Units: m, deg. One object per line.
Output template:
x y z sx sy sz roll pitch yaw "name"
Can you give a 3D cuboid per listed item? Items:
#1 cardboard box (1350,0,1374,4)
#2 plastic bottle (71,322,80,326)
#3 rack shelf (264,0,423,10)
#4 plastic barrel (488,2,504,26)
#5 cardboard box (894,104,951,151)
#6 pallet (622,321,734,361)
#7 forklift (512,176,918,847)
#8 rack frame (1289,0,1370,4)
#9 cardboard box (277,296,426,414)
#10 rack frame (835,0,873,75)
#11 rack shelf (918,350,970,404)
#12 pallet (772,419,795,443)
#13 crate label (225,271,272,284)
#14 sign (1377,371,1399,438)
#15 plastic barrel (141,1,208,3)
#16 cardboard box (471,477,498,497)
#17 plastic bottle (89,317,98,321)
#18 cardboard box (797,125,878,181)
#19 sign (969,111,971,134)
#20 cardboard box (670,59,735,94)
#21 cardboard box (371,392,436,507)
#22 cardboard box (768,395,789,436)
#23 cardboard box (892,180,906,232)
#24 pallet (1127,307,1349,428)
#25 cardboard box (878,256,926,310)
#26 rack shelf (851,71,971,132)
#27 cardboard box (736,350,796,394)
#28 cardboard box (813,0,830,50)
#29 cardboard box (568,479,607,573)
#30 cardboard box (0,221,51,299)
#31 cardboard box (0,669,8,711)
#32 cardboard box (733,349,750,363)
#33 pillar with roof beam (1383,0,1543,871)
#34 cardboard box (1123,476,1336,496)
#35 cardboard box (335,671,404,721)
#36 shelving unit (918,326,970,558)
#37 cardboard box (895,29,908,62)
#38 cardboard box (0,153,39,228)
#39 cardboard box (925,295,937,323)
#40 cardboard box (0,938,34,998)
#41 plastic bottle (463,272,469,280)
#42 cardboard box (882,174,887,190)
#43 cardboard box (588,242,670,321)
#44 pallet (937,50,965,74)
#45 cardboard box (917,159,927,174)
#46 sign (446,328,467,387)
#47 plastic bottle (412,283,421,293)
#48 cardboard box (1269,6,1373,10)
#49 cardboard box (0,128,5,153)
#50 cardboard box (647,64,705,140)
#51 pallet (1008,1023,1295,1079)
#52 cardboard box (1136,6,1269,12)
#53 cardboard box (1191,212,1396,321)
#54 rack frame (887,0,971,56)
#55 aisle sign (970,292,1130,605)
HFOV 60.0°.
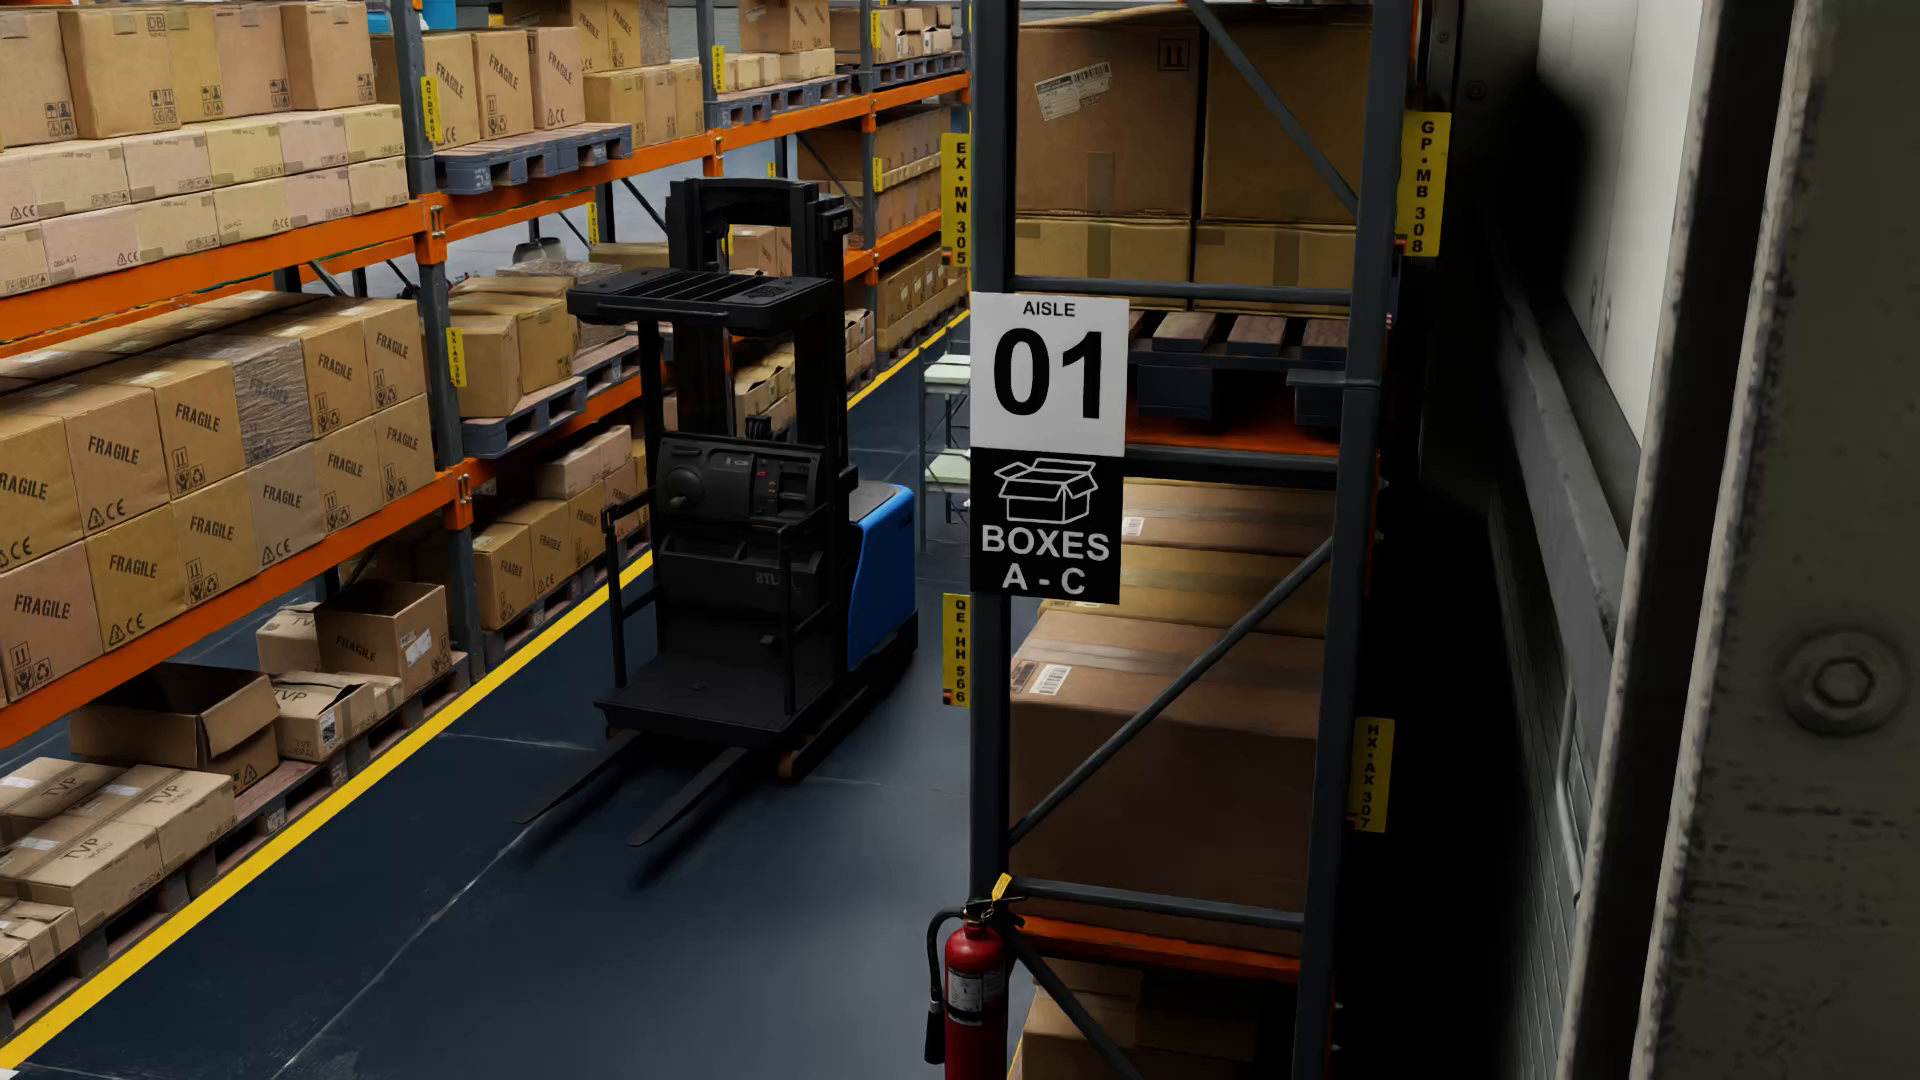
3.854 -4.833 15.323 0.500 0.500 0.500 5 20 15 "cardboard box"
-7.009 -1.831 13.105 0.097 0.271 0.097 0 19 0 "plastic bottle"
-2.813 -3.571 10.452 1.077 0.370 4.000 5 19 13 "rack shelf"
-5.327 -6.128 19.907 0.600 0.588 0.600 0 19 0 "plastic barrel"
-0.509 -4.895 19.718 0.700 0.500 0.500 5 19 14 "cardboard box"
-2.422 -1.580 12.469 1.213 0.211 1.003 5 19 13 "pallet"
-1.239 -0.297 8.523 1.130 2.935 3.031 7 20 19 "forklift"
3.458 -5.591 14.635 1.000 3.000 0.127 5 19 13 "rack frame"
-3.174 -0.976 8.704 0.500 0.500 0.500 5 19 14 "cardboard box"
-1.347 -5.981 15.777 1.000 3.000 0.127 5 19 13 "rack frame"
0.002 -1.081 11.825 0.431 0.370 0.720 5 19 13 "rack shelf"
-2.085 -0.824 14.273 1.003 0.211 1.213 5 19 13 "pallet"
-6.622 -2.588 15.068 0.502 0.435 0.616 5 19 13 "crate label"
2.041 -0.649 7.984 0.100 0.325 0.005 5 19 13 "sign"
-6.715 -4.178 14.363 0.600 0.901 0.600 0 19 0 "plastic barrel"
-3.207 -0.149 11.169 0.500 0.500 0.500 5 19 14 "cardboard box"
-6.962 -1.892 13.284 0.097 0.271 0.097 0 19 0 "plastic bottle"
-1.245 -3.943 16.930 0.700 0.500 0.500 5 19 14 "cardboard box"
0.153 -5.009 20.054 0.100 0.325 0.005 5 19 13 "sign"
-2.157 -3.748 13.462 0.500 0.250 0.500 5 20 15 "cardboard box"
-3.175 -0.505 8.871 0.500 0.500 0.500 5 19 14 "cardboard box"
-1.790 -1.085 14.327 0.500 0.250 0.500 4 19 12 "cardboard box"
-0.996 -3.652 18.084 0.700 0.500 0.500 5 19 14 "cardboard box"
0.697 -0.602 4.806 1.003 0.211 1.213 5 19 13 "pallet"
-0.686 -2.829 18.273 0.500 0.500 0.500 5 19 13 "cardboard box"
-0.858 -4.848 18.214 1.077 0.370 4.000 5 19 13 "rack shelf"
-1.664 -1.517 14.726 0.500 0.311 0.500 4 19 12 "cardboard box"
-1.536 -4.854 15.540 0.500 0.500 0.500 5 19 14 "cardboard box"
-2.698 -0.117 11.075 0.500 0.500 0.500 5 19 14 "cardboard box"
-3.772 -1.026 6.143 0.500 0.250 0.500 5 19 13 "cardboard box"
-3.915 0.453 6.065 0.500 0.500 0.500 5 20 15 "cardboard box"
-2.188 -1.557 14.841 0.500 0.311 0.500 5 19 13 "cardboard box"
-2.004 -3.136 7.447 9.100 9.000 0.400 5 19 13 "pillar with roof beam"
1.171 0.010 7.053 0.980 0.700 0.700 4 19 12 "cardboard box"
-3.199 0.829 8.849 0.380 0.149 0.250 5 19 13 "cardboard box"
0.002 -0.712 11.951 0.431 1.500 0.755 5 19 13 "shelving unit"
-0.836 -5.091 17.083 0.500 0.311 0.500 4 19 10 "cardboard box"
-3.772 -1.263 6.062 0.500 0.250 0.500 5 19 13 "cardboard box"
-0.569 -2.631 18.854 0.500 0.250 0.500 5 19 13 "cardboard box"
-3.843 1.656 6.430 0.380 0.149 0.250 5 19 13 "cardboard box"
-5.990 -3.098 20.139 0.061 0.283 0.133 5 19 14 "plastic bottle"
-0.971 -3.725 17.295 0.380 0.149 0.250 4 19 12 "cardboard box"
-2.369 -1.928 12.388 0.700 0.500 0.500 -2 19 -5 "cardboard box"
-0.567 -5.554 19.304 1.003 0.211 1.213 5 19 13 "pallet"
-0.593 -4.210 18.713 0.380 0.149 0.250 5 20 15 "cardboard box"
-2.773 -1.004 9.147 0.100 0.325 0.005 5 19 13 "sign"
-6.224 -2.774 19.086 0.144 0.351 0.185 4 19 11 "plastic bottle"
1.433 -1.795 6.429 0.500 0.500 0.500 4 19 12 "cardboard box"
-3.965 -1.633 5.987 0.700 0.500 0.500 5 19 13 "cardboard box"
-2.398 -3.216 12.167 0.910 0.500 0.500 5 19 13 "cardboard box"
0.645 2.072 5.796 1.003 0.211 1.213 5 19 13 "pallet"
0.937 -1.831 6.536 0.500 0.500 0.500 4 19 12 "cardboard box"
0.942 -0.795 4.662 0.500 0.250 0.500 6 20 16 "cardboard box"
-0.370 -7.235 19.448 1.000 3.000 0.127 5 19 13 "rack frame"
0.217 -0.222 4.176 0.394 0.787 0.004 5 19 13 "aisle sign"
